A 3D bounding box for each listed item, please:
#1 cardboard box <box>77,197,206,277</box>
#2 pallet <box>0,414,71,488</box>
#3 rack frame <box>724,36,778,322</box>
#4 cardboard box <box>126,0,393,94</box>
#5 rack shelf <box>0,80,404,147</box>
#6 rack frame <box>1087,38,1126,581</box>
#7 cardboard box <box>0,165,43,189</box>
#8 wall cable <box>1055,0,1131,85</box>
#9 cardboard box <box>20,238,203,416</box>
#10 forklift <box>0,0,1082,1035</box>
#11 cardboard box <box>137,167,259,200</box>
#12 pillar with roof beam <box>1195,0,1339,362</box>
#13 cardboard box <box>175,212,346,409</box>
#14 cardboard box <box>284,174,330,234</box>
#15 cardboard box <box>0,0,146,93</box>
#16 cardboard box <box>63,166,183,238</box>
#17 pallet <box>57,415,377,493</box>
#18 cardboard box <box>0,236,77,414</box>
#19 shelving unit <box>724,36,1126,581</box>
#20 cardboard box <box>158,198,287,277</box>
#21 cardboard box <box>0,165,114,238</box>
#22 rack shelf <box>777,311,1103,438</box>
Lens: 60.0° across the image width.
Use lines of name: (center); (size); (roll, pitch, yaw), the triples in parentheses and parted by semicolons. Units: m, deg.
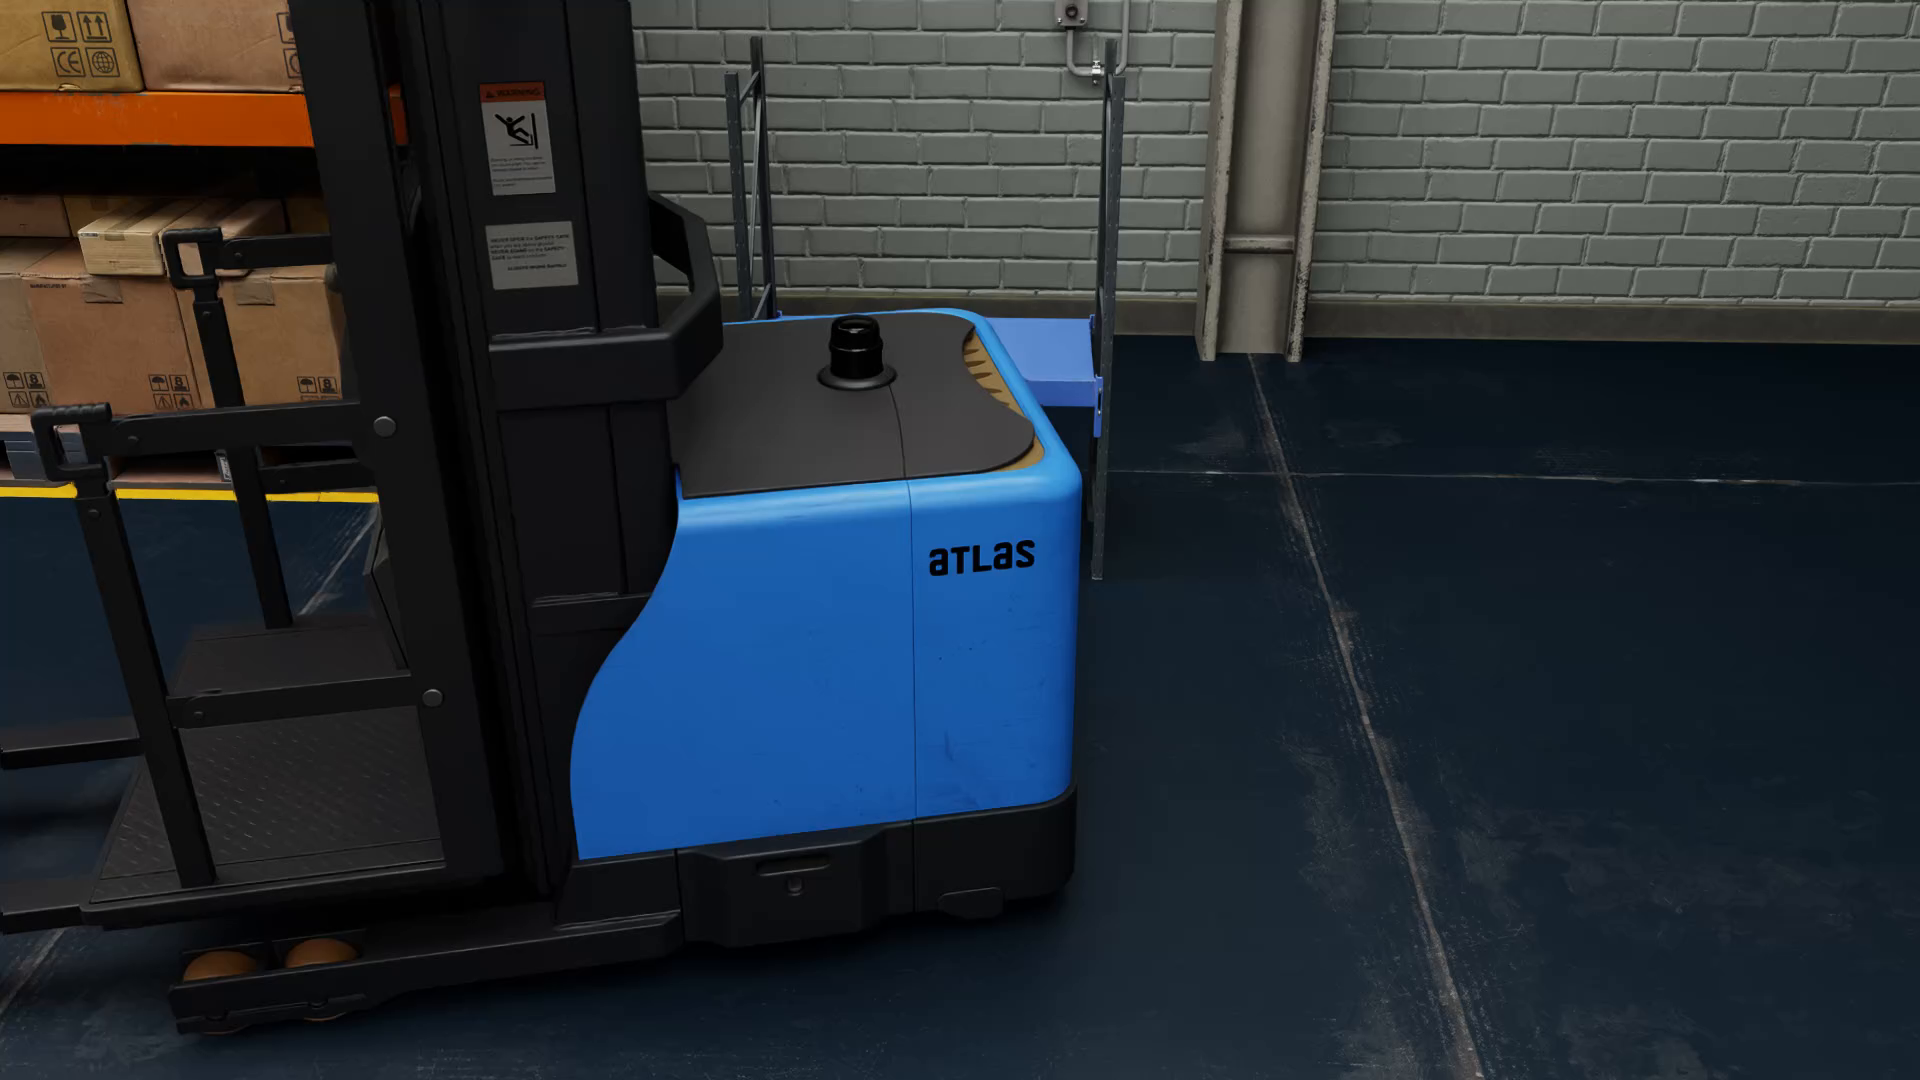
cardboard box: (-2.663, -0.999, 5.459); (0.250, 0.149, 0.380); (2, 28, 3)
pallet: (-3.588, -0.511, 5.989); (1.213, 0.211, 1.003); (1, 28, 2)
rack frame: (-0.593, -0.672, 4.917); (0.032, 1.500, 0.500); (1, 28, 2)
cardboard box: (-2.080, -1.882, 5.277); (0.700, 0.700, 0.980); (2, 28, 4)
rack shelf: (-3.569, -1.461, 5.571); (4.000, 0.370, 1.077); (1, 28, 2)
rack frame: (0.423, -0.656, 4.886); (0.032, 1.500, 0.500); (1, 28, 2)
cardboard box: (-3.408, -1.190, 5.819); (0.250, 0.149, 0.380); (1, 28, 2)
wall cable: (-0.257, -2.616, 5.897); (1.851, 1.984, 0.084); (1, 28, 2)
cardboard box: (-2.773, -0.800, 5.776); (0.500, 0.500, 0.700); (1, 28, 2)
forklift: (-1.315, -0.565, 3.186); (3.031, 2.935, 1.130); (-5, 28, -10)
cardboard box: (-2.647, -1.177, 5.796); (0.250, 0.149, 0.380); (1, 28, 2)
pillar with roof beam: (1.007, -2.741, 0.813); (0.400, 9.000, 9.100); (1, 28, 2)
cardboard box: (-2.273, -0.791, 5.761); (0.500, 0.500, 0.700); (1, 28, 2)
cardboard box: (-2.141, -1.169, 5.781); (0.250, 0.149, 0.380); (1, 28, 2)
cardboard box: (-2.807, -1.889, 5.290); (0.700, 0.700, 0.980); (1, 28, 1)
cardboard box: (-2.897, -1.182, 5.805); (0.250, 0.149, 0.380); (1, 28, 2)
pallet: (-2.372, -0.490, 5.949); (1.213, 0.211, 1.003); (1, 28, 2)
cardboard box: (-3.276, -0.808, 5.791); (0.500, 0.500, 0.700); (0, 28, 0)
shelving unit: (-0.085, -0.664, 4.901); (1.048, 1.500, 0.538); (1, 28, 2)
cardboard box: (-2.408, -0.995, 5.452); (0.250, 0.149, 0.380); (1, 28, 1)
cardboard box: (-3.152, -1.186, 5.812); (0.250, 0.149, 0.380); (1, 28, 3)
rack shelf: (-0.085, -0.505, 4.986); (1.000, 0.185, 0.538); (1, 28, 2)
